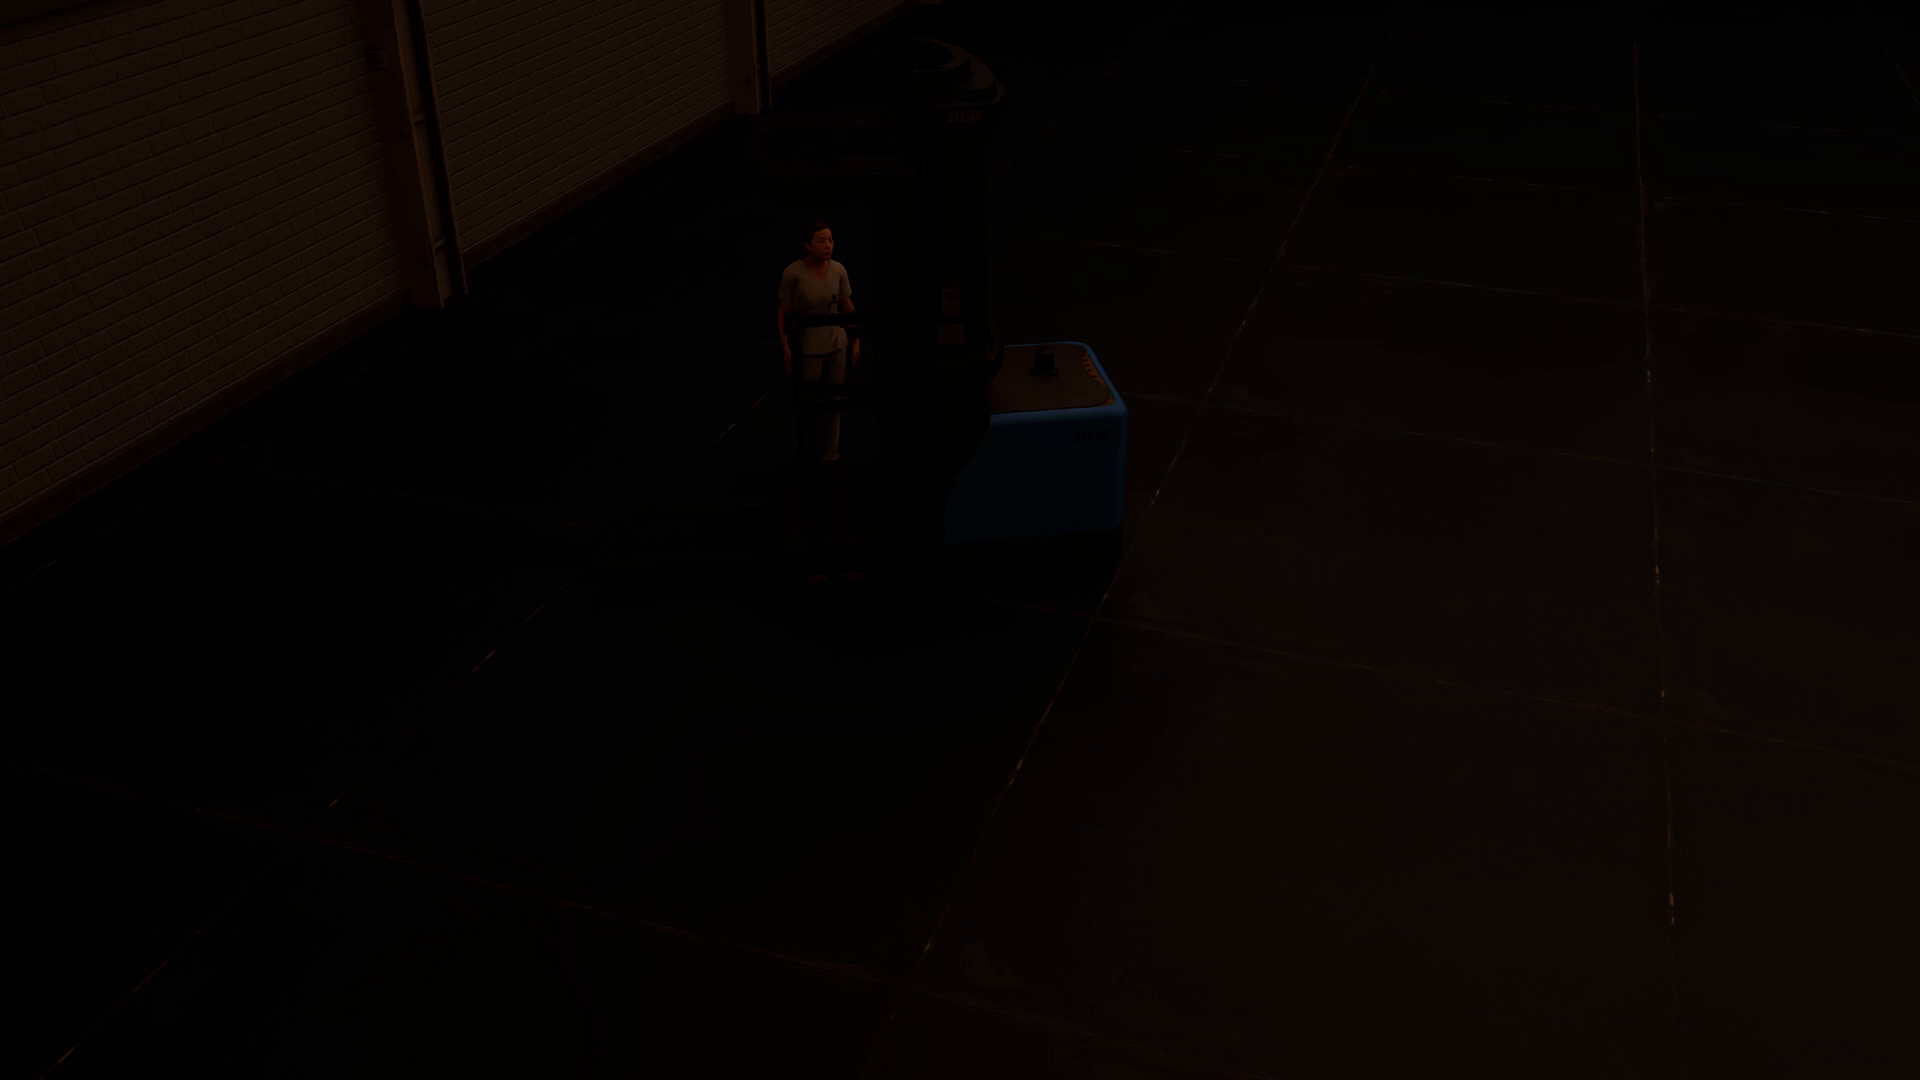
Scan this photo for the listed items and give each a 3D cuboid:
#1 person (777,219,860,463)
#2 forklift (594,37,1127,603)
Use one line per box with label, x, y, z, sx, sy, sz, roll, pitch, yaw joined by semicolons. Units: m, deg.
person;-0.859;-1.159;10.402;0.551;1.674;0.542;-14;33;-23
forklift;-0.619;-1.195;9.233;3.031;2.935;1.130;-5;30;-8
